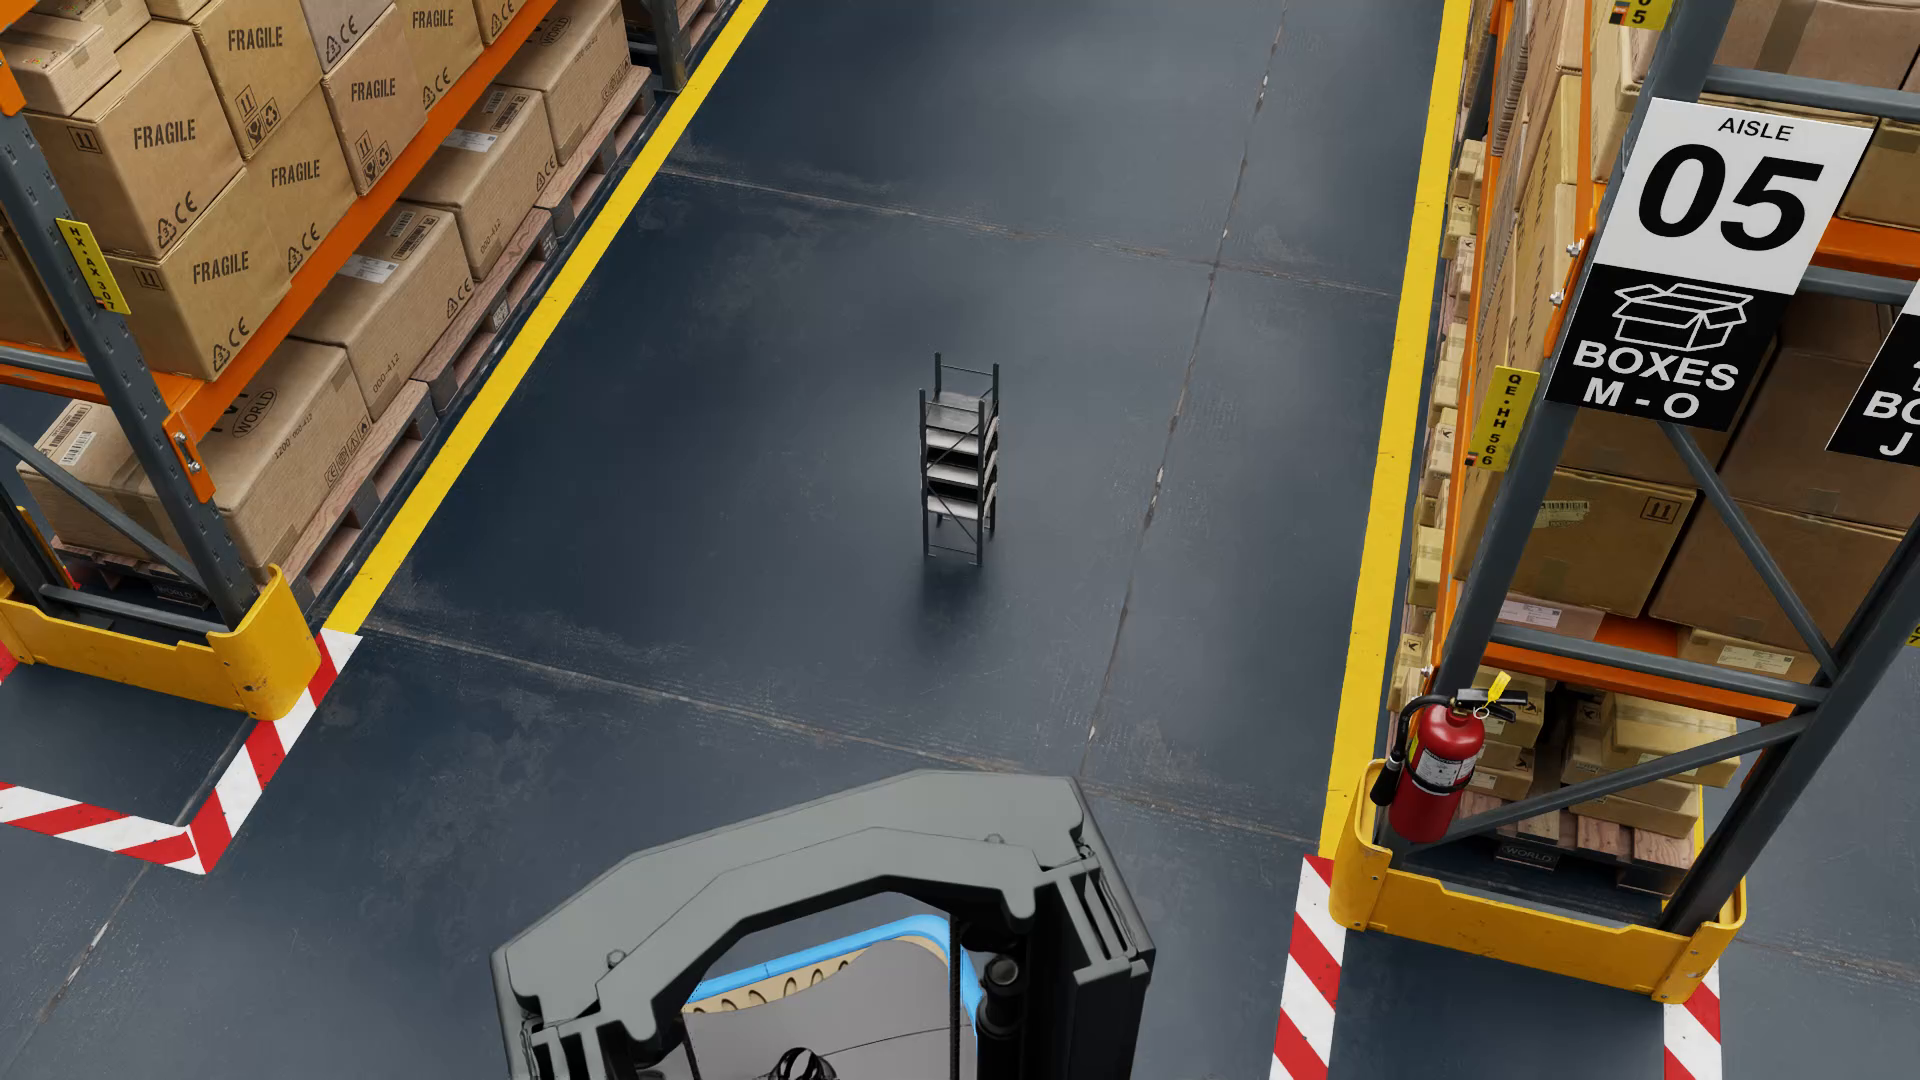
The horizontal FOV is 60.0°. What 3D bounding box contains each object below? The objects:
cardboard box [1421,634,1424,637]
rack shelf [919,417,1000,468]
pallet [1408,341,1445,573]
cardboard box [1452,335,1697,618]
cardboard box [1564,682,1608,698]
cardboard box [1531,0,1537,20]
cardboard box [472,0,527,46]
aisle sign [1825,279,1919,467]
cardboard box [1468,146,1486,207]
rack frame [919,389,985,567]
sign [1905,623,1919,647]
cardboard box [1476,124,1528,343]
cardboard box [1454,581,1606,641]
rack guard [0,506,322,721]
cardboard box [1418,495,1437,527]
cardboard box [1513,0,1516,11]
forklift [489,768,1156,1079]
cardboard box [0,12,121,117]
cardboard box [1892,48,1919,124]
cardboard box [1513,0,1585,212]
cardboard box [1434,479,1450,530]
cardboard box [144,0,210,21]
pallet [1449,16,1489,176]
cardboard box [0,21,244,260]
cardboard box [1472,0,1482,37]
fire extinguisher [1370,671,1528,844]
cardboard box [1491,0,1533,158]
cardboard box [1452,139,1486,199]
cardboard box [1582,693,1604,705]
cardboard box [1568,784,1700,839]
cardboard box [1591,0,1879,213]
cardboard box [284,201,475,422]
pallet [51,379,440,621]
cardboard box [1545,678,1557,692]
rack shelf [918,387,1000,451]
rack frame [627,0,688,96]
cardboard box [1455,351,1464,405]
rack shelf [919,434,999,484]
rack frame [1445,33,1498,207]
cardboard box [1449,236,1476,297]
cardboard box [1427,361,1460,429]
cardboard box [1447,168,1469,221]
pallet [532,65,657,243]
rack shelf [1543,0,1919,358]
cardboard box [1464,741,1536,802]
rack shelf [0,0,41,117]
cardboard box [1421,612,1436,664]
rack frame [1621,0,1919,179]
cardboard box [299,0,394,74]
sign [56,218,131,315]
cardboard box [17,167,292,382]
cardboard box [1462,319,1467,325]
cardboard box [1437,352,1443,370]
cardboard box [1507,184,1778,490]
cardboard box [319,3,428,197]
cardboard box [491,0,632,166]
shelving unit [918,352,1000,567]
[{"bbox_3d":[1.870,0.332,5.997,0.380,0.149,0.250,11,50,10],"label":"cardboard box"},{"bbox_3d":[-0.002,-0.389,6.216,0.258,0.077,0.200,12,50,10],"label":"rack shelf"},{"bbox_3d":[2.401,-0.263,6.761,1.003,0.211,1.213,12,50,10],"label":"pallet"},{"bbox_3d":[1.680,-0.178,4.560,0.500,0.500,0.500,12,50,11],"label":"cardboard box"},{"bbox_3d":[2.232,0.402,5.538,0.380,0.149,0.250,12,50,11],"label":"cardboard box"},{"bbox_3d":[2.225,-2.012,5.512,0.500,0.500,0.500,12,50,11],"label":"cardboard box"},{"bbox_3d":[-2.063,-2.375,6.698,0.500,0.500,0.500,11,49,9],"label":"cardboard box"},{"bbox_3d":[2.080,-0.419,3.304,0.394,0.787,0.004,12,50,10],"label":"aisle sign"},{"bbox_3d":[2.443,-1.561,7.270,0.380,0.149,0.250,14,50,12],"label":"cardboard box"},{"bbox_3d":[-0.029,-0.218,6.261,0.240,0.900,0.006,12,50,10],"label":"rack frame"},{"bbox_3d":[2.333,0.150,3.959,0.100,0.325,0.005,12,50,10],"label":"sign"},{"bbox_3d":[1.945,-0.918,5.214,0.500,0.500,0.500,12,50,10],"label":"cardboard box"},{"bbox_3d":[1.623,0.121,4.729,0.380,0.149,0.250,12,50,10],"label":"cardboard box"},{"bbox_3d":[-2.999,0.270,6.097,1.175,0.500,0.348,12,50,10],"label":"rack guard"},{"bbox_3d":[1.932,-0.156,6.229,0.380,0.149,0.250,12,50,11],"label":"cardboard box"},{"bbox_3d":[2.489,-2.387,6.510,0.500,0.500,0.500,11,49,9],"label":"cardboard box"},{"bbox_3d":[-0.011,1.876,3.058,1.130,2.935,3.031,-15,50,-13],"label":"forklift"},{"bbox_3d":[-2.632,-1.355,4.698,0.380,0.149,0.250,13,50,11],"label":"cardboard box"},{"bbox_3d":[2.179,-1.053,3.363,0.500,0.250,0.500,12,50,11],"label":"cardboard box"},{"bbox_3d":[1.952,-1.258,4.846,0.500,0.500,0.500,14,50,12],"label":"cardboard box"},{"bbox_3d":[1.901,-0.054,5.940,0.380,0.149,0.250,10,49,9],"label":"cardboard box"},{"bbox_3d":[-2.452,-1.724,5.024,0.380,0.149,0.250,13,50,11],"label":"cardboard box"},{"bbox_3d":[3.066,-2.205,8.474,1.003,0.211,1.213,12,50,10],"label":"pallet"},{"bbox_3d":[-2.591,-1.230,5.020,0.500,0.500,0.500,11,49,9],"label":"cardboard box"},{"bbox_3d":[2.950,-2.832,8.555,0.500,0.500,0.500,11,49,9],"label":"cardboard box"},{"bbox_3d":[1.298,0.569,4.466,0.296,0.674,0.183,12,50,10],"label":"fire extinguisher"},{"bbox_3d":[2.199,-1.671,5.878,0.500,0.500,0.500,11,49,9],"label":"cardboard box"},{"bbox_3d":[2.459,-1.659,7.555,0.380,0.149,0.250,14,50,12],"label":"cardboard box"},{"bbox_3d":[2.322,0.520,5.632,0.380,0.149,0.250,11,50,10],"label":"cardboard box"},{"bbox_3d":[2.257,0.818,5.568,0.380,0.149,0.250,12,50,11],"label":"cardboard box"},{"bbox_3d":[1.674,-0.995,3.646,0.500,0.250,0.500,11,49,9],"label":"cardboard box"},{"bbox_3d":[-2.682,-1.026,7.003,0.875,0.438,0.875,13,50,11],"label":"cardboard box"},{"bbox_3d":[-2.857,-0.246,6.745,1.003,0.211,1.213,12,50,10],"label":"pallet"},{"bbox_3d":[1.826,0.333,5.599,0.380,0.149,0.250,12,50,11],"label":"cardboard box"},{"bbox_3d":[-0.002,-0.449,6.149,0.258,0.077,0.200,12,50,10],"label":"rack shelf"},{"bbox_3d":[-1.939,-3.468,7.729,1.000,3.000,0.127,12,50,10],"label":"rack frame"},{"bbox_3d":[2.136,-0.623,6.443,0.380,0.149,0.250,12,50,10],"label":"cardboard box"},{"bbox_3d":[-0.002,-0.329,6.284,0.258,0.077,0.200,12,50,10],"label":"rack shelf"},{"bbox_3d":[2.863,-2.564,6.931,1.000,3.000,0.127,12,50,10],"label":"rack frame"},{"bbox_3d":[2.372,-1.177,7.329,0.380,0.149,0.250,11,50,10],"label":"cardboard box"},{"bbox_3d":[2.064,-0.543,6.570,0.380,0.149,0.250,12,50,10],"label":"cardboard box"},{"bbox_3d":[2.457,-1.560,7.666,0.380,0.149,0.250,10,49,8],"label":"cardboard box"},{"bbox_3d":[-2.215,-2.011,8.303,1.003,0.211,1.213,12,50,10],"label":"pallet"},{"bbox_3d":[2.336,-1.872,4.800,1.077,0.370,4.000,12,50,10],"label":"rack shelf"},{"bbox_3d":[1.747,0.712,5.661,0.380,0.149,0.250,12,50,11],"label":"cardboard box"},{"bbox_3d":[-2.466,-2.776,5.597,1.077,0.370,4.000,12,50,10],"label":"rack shelf"},{"bbox_3d":[1.794,0.419,5.722,0.380,0.149,0.250,11,49,9],"label":"cardboard box"},{"bbox_3d":[1.810,-1.656,2.128,1.000,3.000,0.127,12,50,10],"label":"rack frame"},{"bbox_3d":[-2.334,-1.978,5.681,0.500,0.500,0.500,11,50,10],"label":"cardboard box"},{"bbox_3d":[-2.458,-0.773,4.721,0.100,0.325,0.005,12,50,10],"label":"sign"},{"bbox_3d":[-2.589,-0.898,5.394,0.500,0.500,0.500,11,50,10],"label":"cardboard box"},{"bbox_3d":[2.280,-0.886,6.873,0.380,0.149,0.250,14,50,12],"label":"cardboard box"},{"bbox_3d":[2.155,-0.613,6.831,0.380,0.149,0.250,10,49,9],"label":"cardboard box"},{"bbox_3d":[1.690,-0.513,4.189,0.500,0.500,0.500,11,49,9],"label":"cardboard box"},{"bbox_3d":[-2.331,-1.634,6.044,0.500,0.500,0.500,11,50,10],"label":"cardboard box"},{"bbox_3d":[-2.208,-2.326,8.150,0.875,0.438,0.875,11,49,9],"label":"cardboard box"},{"bbox_3d":[-0.002,-0.292,6.326,0.258,0.900,0.210,12,50,10],"label":"shelving unit"}]
